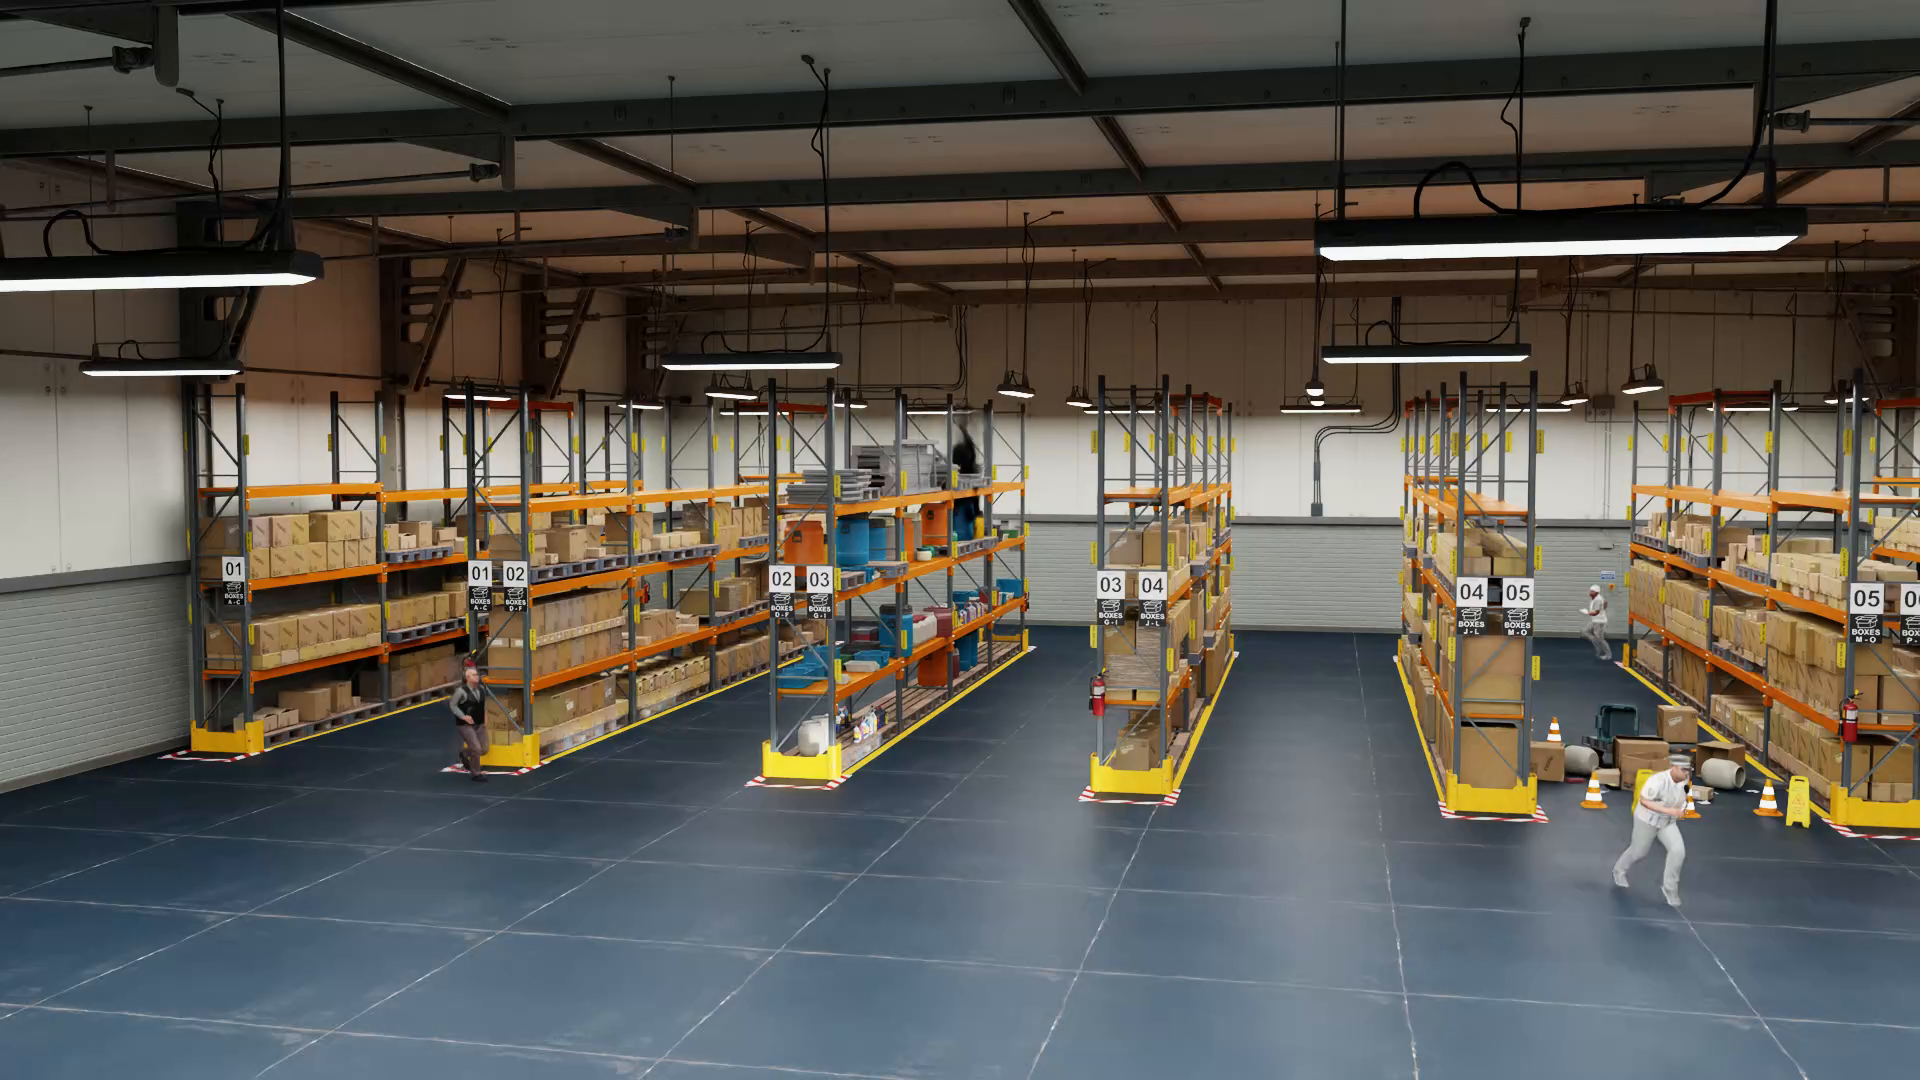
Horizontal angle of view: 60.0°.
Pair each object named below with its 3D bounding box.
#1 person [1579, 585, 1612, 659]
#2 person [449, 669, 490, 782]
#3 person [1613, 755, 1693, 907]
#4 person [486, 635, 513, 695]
[{"bbox_3d":[14.789,1.905,38.681,0.759,1.725,0.728,1,3,14],"label":"person"},{"bbox_3d":[-7.327,2.753,24.782,0.581,1.686,0.662,2,4,33],"label":"person"},{"bbox_3d":[7.654,3.158,18.376,0.708,1.720,1.014,-1,4,-23],"label":"person"},{"bbox_3d":[-8.780,2.456,32.135,0.736,1.433,0.868,-1,3,-13],"label":"person"}]
